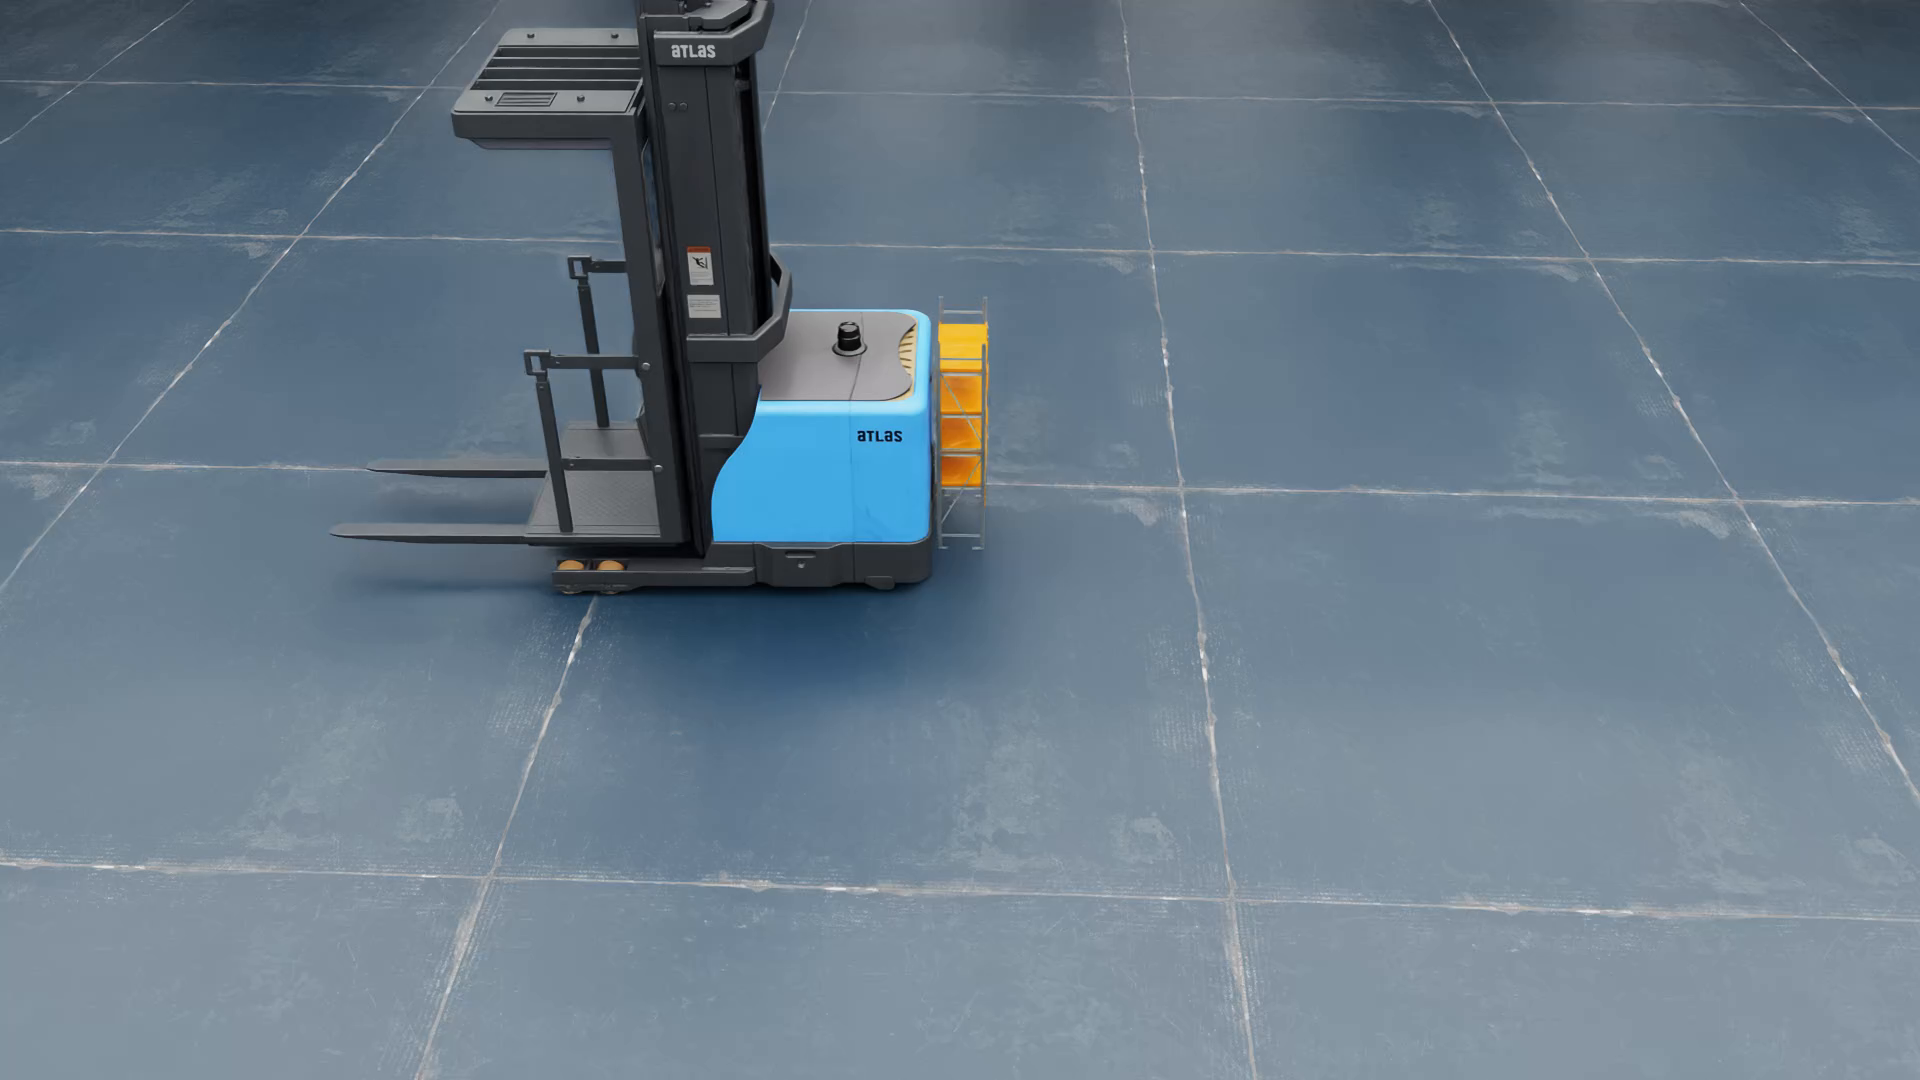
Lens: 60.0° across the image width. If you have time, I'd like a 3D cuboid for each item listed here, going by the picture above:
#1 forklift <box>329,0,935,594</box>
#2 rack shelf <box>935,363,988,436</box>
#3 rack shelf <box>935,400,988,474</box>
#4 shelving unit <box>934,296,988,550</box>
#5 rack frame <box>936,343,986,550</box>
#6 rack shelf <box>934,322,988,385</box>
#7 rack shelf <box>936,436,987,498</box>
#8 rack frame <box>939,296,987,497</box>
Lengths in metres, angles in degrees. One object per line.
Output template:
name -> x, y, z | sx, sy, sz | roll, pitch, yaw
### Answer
forklift -> -1.655, -1.233, 7.902 | 3.031, 2.935, 1.130 | 0, 35, 0
rack shelf -> 0.010, -0.715, 8.397 | 0.258, 0.148, 0.480 | 1, 35, 1
rack shelf -> 0.010, -0.532, 8.526 | 0.258, 0.148, 0.480 | 1, 35, 1
shelving unit -> 0.010, -0.587, 8.487 | 0.258, 1.200, 0.503 | 1, 35, 1
rack frame -> 0.005, -0.447, 8.287 | 0.240, 1.200, 0.015 | 1, 35, 1
rack shelf -> 0.010, -0.908, 8.261 | 0.258, 0.148, 0.480 | 1, 35, 1
rack shelf -> 0.011, -0.369, 8.640 | 0.258, 0.148, 0.480 | 1, 35, 1
rack frame -> 0.016, -0.727, 8.687 | 0.240, 1.200, 0.015 | 1, 35, 1
